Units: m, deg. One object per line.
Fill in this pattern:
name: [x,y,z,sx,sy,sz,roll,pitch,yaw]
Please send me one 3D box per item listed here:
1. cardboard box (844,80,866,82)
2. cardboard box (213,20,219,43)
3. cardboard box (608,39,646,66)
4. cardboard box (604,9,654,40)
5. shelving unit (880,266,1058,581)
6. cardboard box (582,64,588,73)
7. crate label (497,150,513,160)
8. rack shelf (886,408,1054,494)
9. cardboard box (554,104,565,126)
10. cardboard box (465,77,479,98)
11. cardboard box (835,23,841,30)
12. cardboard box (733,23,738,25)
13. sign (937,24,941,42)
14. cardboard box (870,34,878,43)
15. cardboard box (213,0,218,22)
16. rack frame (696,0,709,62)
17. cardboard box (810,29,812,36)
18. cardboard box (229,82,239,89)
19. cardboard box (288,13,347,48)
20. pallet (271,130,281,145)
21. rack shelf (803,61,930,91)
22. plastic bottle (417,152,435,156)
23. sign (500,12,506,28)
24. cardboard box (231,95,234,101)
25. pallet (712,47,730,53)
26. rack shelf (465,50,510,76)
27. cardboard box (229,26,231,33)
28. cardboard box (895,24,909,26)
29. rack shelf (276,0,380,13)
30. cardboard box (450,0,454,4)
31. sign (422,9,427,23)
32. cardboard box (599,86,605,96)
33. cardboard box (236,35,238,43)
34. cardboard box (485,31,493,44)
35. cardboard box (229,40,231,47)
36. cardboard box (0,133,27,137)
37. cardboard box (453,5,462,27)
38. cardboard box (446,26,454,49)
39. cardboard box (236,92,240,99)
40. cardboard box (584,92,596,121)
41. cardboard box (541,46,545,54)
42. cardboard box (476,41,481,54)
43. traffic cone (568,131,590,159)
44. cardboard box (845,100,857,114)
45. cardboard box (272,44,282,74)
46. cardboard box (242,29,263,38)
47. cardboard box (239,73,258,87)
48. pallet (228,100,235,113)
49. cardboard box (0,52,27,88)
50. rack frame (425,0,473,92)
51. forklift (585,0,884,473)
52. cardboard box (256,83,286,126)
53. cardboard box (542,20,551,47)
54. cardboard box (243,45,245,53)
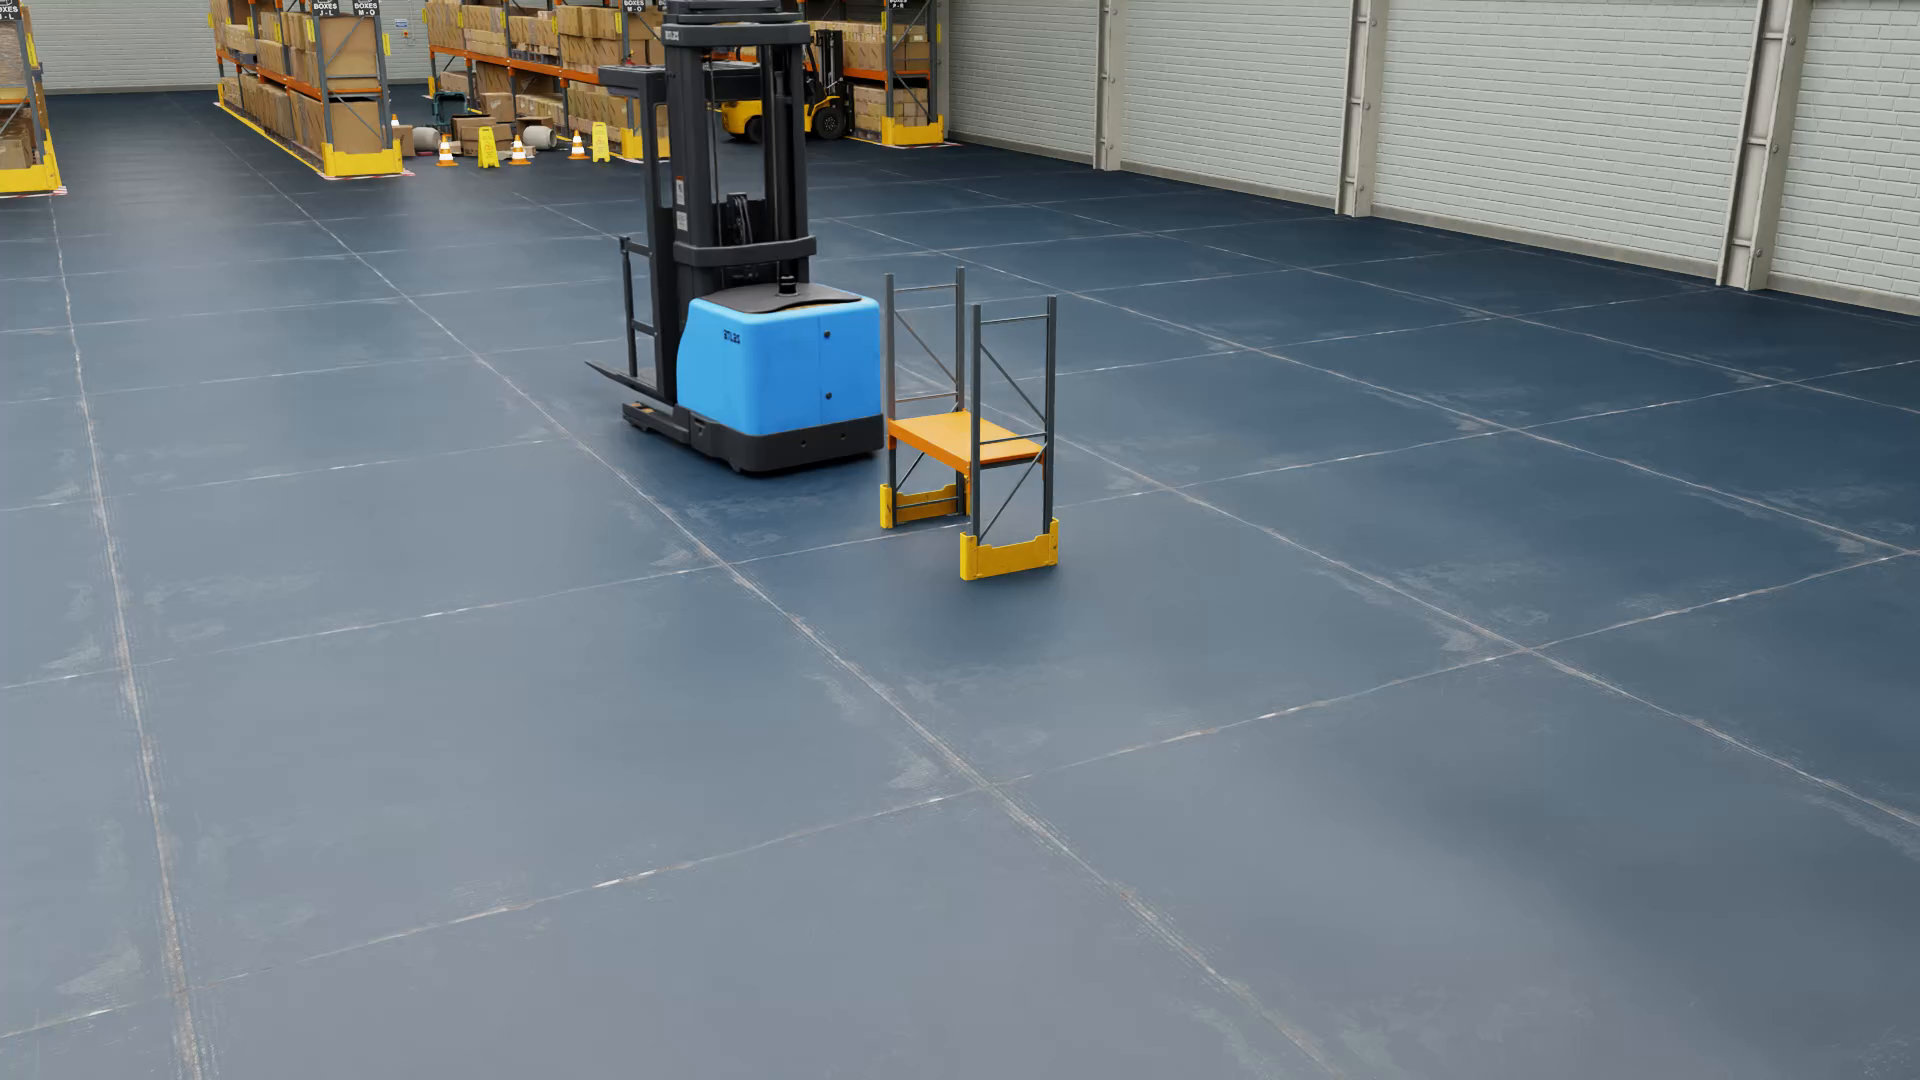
cardboard box: [-2.139,-9.144,33.571,0.500,0.250,0.500,-10,22,-27]
cardboard box: [-17.200,-11.922,38.975,0.500,0.500,0.500,-9,21,-24]
cardboard box: [-5.764,-8.410,28.795,0.500,0.500,0.500,-10,22,-28]
cardboard box: [-5.699,-8.882,28.631,0.700,0.500,0.500,-11,22,-28]
shelving unit: [0.036,-0.687,9.323,0.587,1.500,1.083,-10,21,-27]
cardboard box: [-6.697,-8.630,30.426,0.380,0.149,0.250,-10,21,-26]
crate label: [-7.847,-6.626,28.623,0.298,0.136,0.250,11,22,30]
rack shelf: [0.041,-0.514,9.374,0.538,0.185,1.000,-10,21,-27]
cardboard box: [-7.415,-8.364,32.655,0.950,0.372,0.625,-10,21,-26]
cardboard box: [-11.166,-10.738,39.435,0.875,0.438,0.875,-10,22,-27]
cardboard box: [-2.225,-10.027,32.486,0.380,0.149,0.250,-10,21,-27]
cardboard box: [-4.804,-11.392,36.899,0.380,0.149,0.250,-9,21,-25]
sign: [-0.406,-9.410,30.854,0.100,0.325,0.005,-10,21,-27]
cardboard box: [-1.456,-9.357,31.003,0.380,0.149,0.250,-10,21,-26]
cardboard box: [-16.718,-12.100,37.957,0.500,0.500,0.500,-11,22,-28]
rack frame: [-6.596,-12.324,40.747,1.000,3.000,0.127,-10,21,-27]
cardboard box: [-2.877,-10.249,33.586,0.380,0.149,0.250,-10,22,-28]
cardboard box: [-16.353,-10.315,37.740,0.380,0.149,0.250,-11,22,-29]
cardboard box: [-10.828,-8.615,28.115,0.875,0.550,0.550,-10,21,-27]
pallet: [-12.488,-7.704,31.633,1.003,0.211,1.213,-10,21,-27]
rack shelf: [-1.847,-9.113,32.545,1.077,0.370,4.000,-10,21,-27]
plastic bottle: [-9.365,-6.776,29.174,0.133,0.061,0.283,16,25,39]
sign: [-9.550,-10.866,34.747,0.100,0.325,0.005,-10,21,-27]
cardboard box: [-16.457,-10.115,38.073,0.380,0.149,0.250,-10,21,-27]
pallet: [-5.080,-11.268,37.983,1.213,0.211,1.003,-10,21,-27]
rack shelf: [-10.013,-10.639,36.969,1.077,0.370,4.000,-10,21,-27]
cardboard box: [-15.115,-10.709,34.898,0.380,0.149,0.250,-10,22,-27]
cardboard box: [-1.101,-9.657,31.414,0.380,0.149,0.250,-10,21,-26]
rack shelf: [-10.522,-8.965,27.518,1.077,0.370,4.000,-10,21,-27]
cardboard box: [-11.815,-12.721,39.218,0.380,0.149,0.250,-10,21,-27]
sign: [-13.353,-13.064,41.445,0.100,0.325,0.005,-10,21,-27]
cardboard box: [-6.224,-8.026,29.719,0.380,0.149,0.250,-10,21,-26]
cardboard box: [-14.621,-10.271,34.084,0.380,0.149,0.250,-9,21,-25]
cardboard box: [-10.024,-10.961,36.261,0.500,0.250,0.500,-11,22,-28]
cardboard box: [-15.352,-10.575,35.420,0.380,0.149,0.250,-10,21,-26]
cardboard box: [-14.581,-5.939,25.432,0.500,0.500,0.500,-4,20,-12]
cardboard box: [-11.430,-12.166,38.605,0.500,0.500,0.500,-10,21,-27]
cardboard box: [-11.908,-11.983,39.607,0.500,0.500,0.500,-10,22,-27]
cardboard box: [-15.840,-9.866,36.896,0.380,0.149,0.250,-11,22,-29]
cardboard box: [-6.612,-7.998,30.633,0.500,0.500,0.500,-9,21,-24]
cardboard box: [-8.039,-9.661,32.773,0.380,0.149,0.250,-10,21,-26]
cardboard box: [-10.509,-11.018,37.192,0.500,0.250,0.500,-10,21,-27]
traffic cone: [-6.604,-6.833,28.725,0.336,0.463,0.334,-10,21,-27]
cardboard box: [-1.896,-8.396,32.169,0.500,0.250,0.500,-11,22,-28]
cardboard box: [-12.195,-8.762,30.272,0.500,0.500,0.500,-10,22,-27]
cardboard box: [-14.008,-10.040,32.959,0.380,0.149,0.250,-11,22,-29]
cardboard box: [-15.152,-9.876,35.693,0.500,0.250,0.500,-11,22,-29]
pallet: [-16.204,-9.978,38.223,1.003,0.211,1.213,-10,21,-27]
cardboard box: [-14.223,-6.924,24.489,0.875,0.500,0.500,-10,21,-27]
rack frame: [-12.862,-12.702,41.843,1.000,3.000,0.127,-10,21,-27]
forklift: [-1.782,-2.242,11.634,1.130,2.935,3.031,-13,23,-34]
cardboard box: [-13.161,-8.556,32.633,1.050,0.750,0.750,-10,22,-27]
cardboard box: [-7.821,-9.883,32.420,0.500,0.500,0.500,-10,21,-26]
cardboard box: [-14.126,-9.831,33.265,0.380,0.149,0.250,-10,21,-27]
